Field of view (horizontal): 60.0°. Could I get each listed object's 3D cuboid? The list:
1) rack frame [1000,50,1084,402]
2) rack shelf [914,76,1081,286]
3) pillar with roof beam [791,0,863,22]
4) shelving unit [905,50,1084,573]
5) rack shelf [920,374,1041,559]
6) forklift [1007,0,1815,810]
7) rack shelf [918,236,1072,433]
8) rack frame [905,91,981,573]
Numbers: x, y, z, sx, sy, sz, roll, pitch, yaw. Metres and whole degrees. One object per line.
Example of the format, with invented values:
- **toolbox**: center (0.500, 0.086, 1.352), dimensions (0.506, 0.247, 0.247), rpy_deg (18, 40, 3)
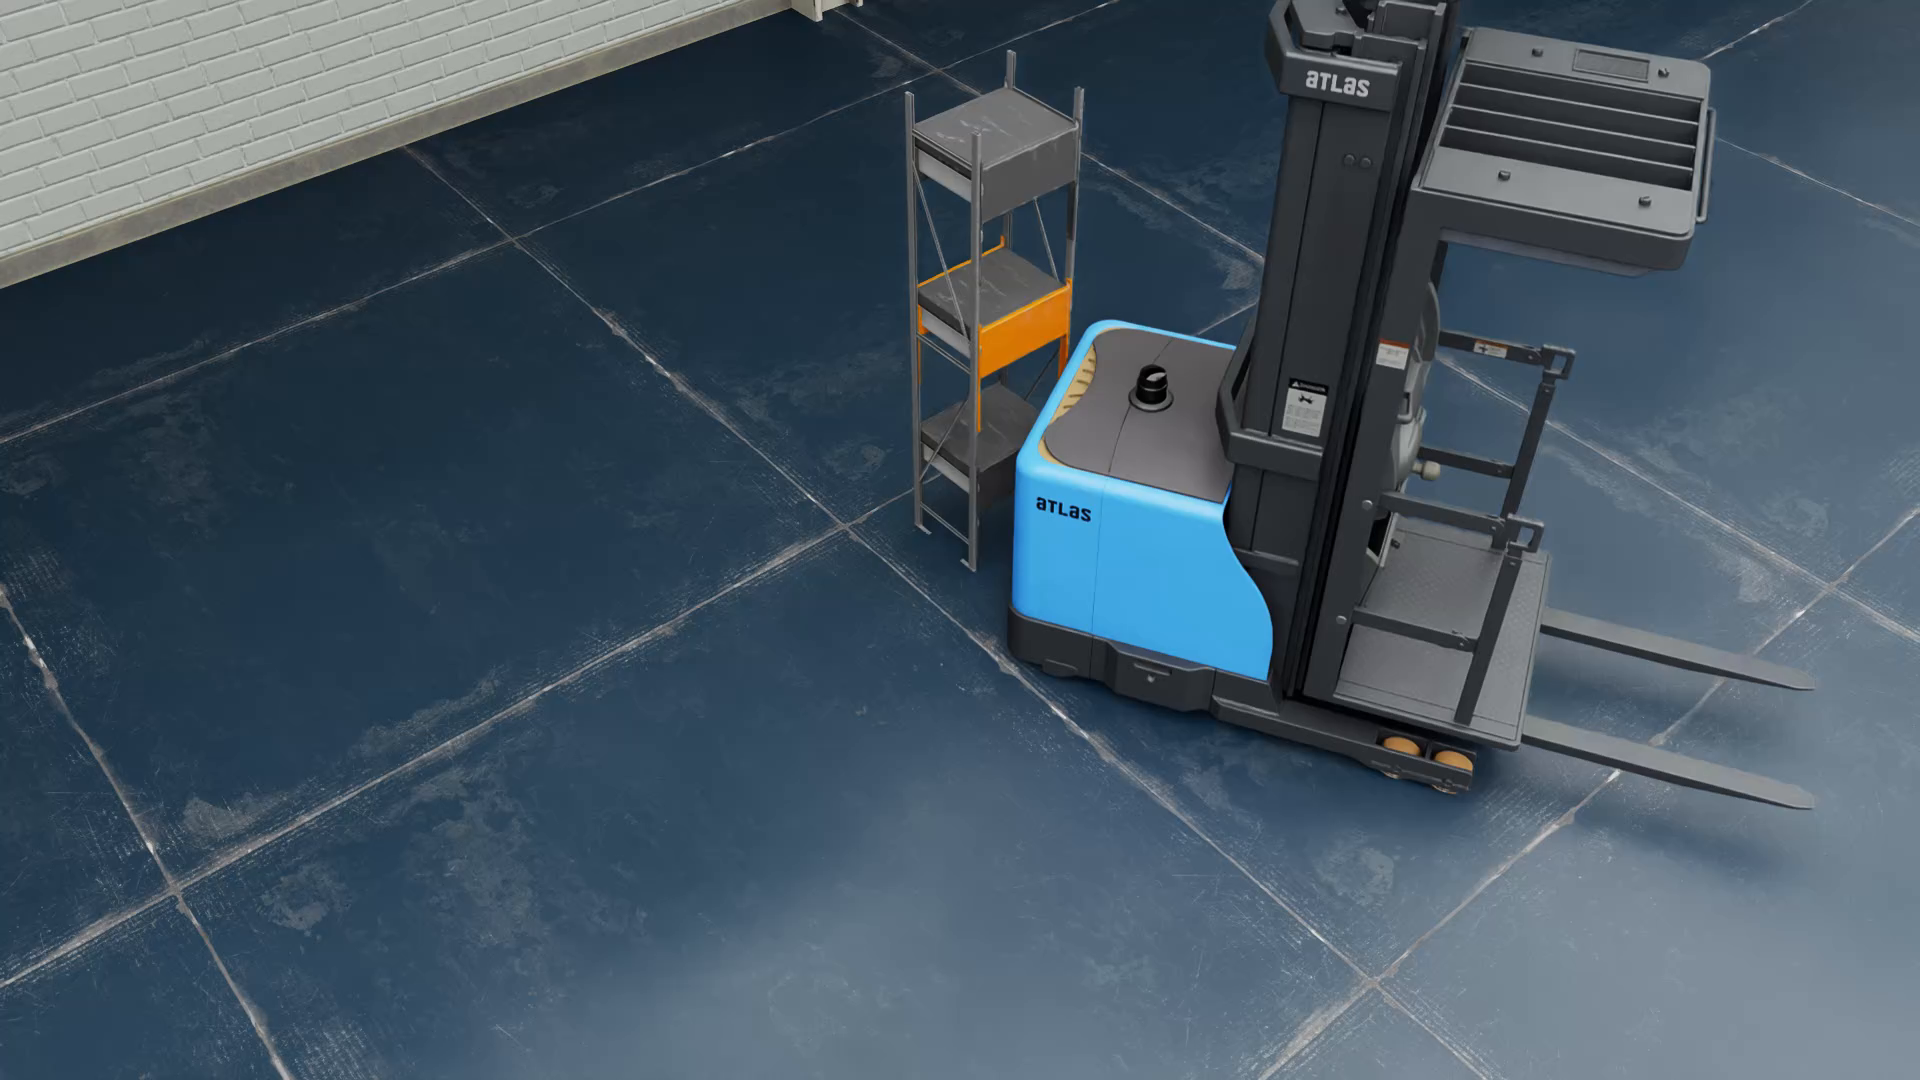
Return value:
- **rack frame**: center (0.307, -0.948, 6.779), dimensions (0.015, 2.100, 0.400), rpy_deg (-30, 51, -28)
- **rack shelf**: center (0.123, -1.340, 6.193), dimensions (0.480, 0.518, 0.431), rpy_deg (-30, 51, -28)
- **pillar with roof beam**: center (1.868, -4.594, 5.621), dimensions (0.400, 9.000, 9.100), rpy_deg (-30, 51, -28)
- **shelving unit**: center (0.122, -0.839, 6.663), dimensions (0.503, 2.100, 0.431), rpy_deg (-30, 51, -28)
- **rack shelf**: center (0.121, -0.319, 7.151), dimensions (0.480, 0.518, 0.431), rpy_deg (-30, 51, -28)
- **forklift**: center (1.761, -0.525, 5.722), dimensions (3.031, 2.935, 1.130), rpy_deg (15, 45, 15)
- **rack shelf**: center (0.122, -0.829, 6.672), dimensions (0.480, 0.518, 0.431), rpy_deg (-30, 51, -28)
- **rack frame**: center (-0.064, -0.731, 6.547), dimensions (0.015, 2.100, 0.400), rpy_deg (-30, 51, -28)
